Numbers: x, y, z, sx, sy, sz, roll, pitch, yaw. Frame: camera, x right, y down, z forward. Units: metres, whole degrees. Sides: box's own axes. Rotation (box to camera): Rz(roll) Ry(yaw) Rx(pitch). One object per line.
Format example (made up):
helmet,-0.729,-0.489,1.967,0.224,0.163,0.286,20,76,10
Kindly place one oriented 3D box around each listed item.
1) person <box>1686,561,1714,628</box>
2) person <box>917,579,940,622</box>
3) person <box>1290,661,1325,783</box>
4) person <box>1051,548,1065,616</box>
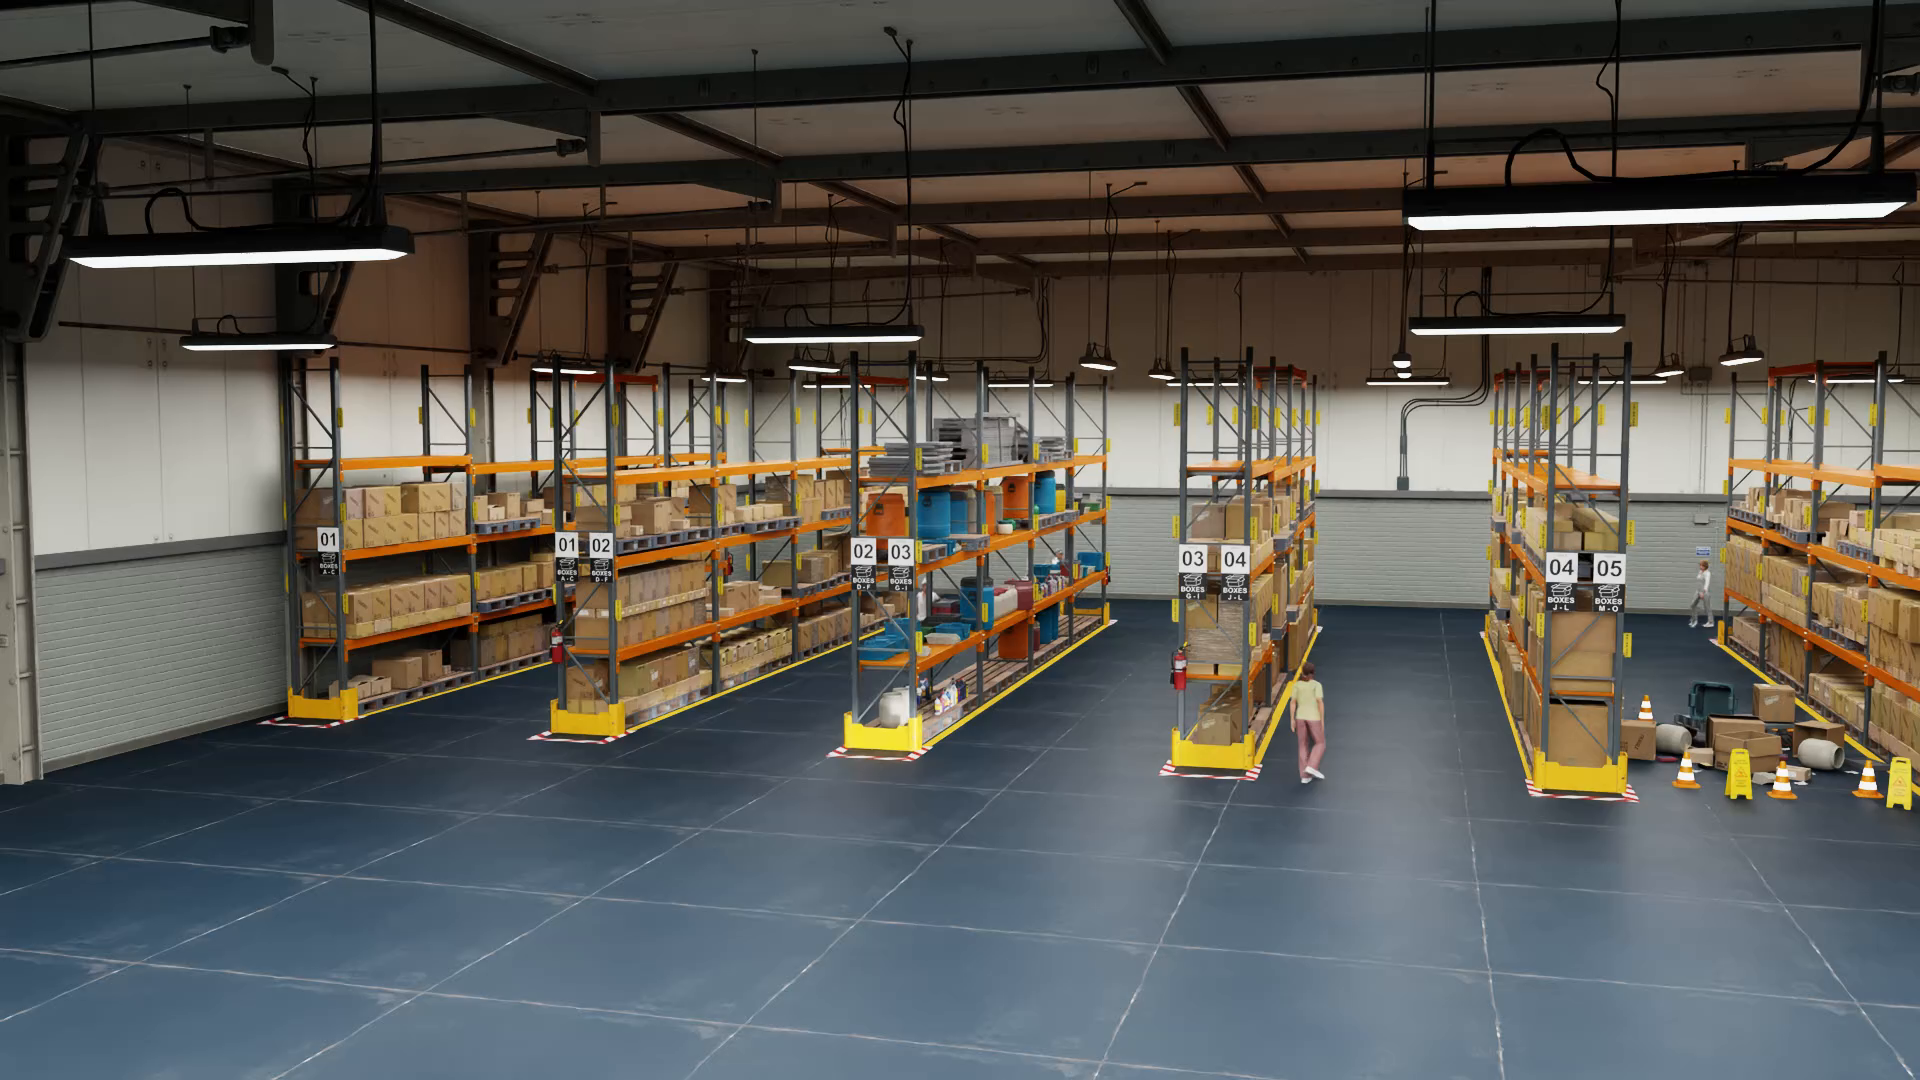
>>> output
person,17.687,1.313,39.624,0.610,1.644,0.470,-1,4,-11
person,-0.706,1.647,33.613,0.554,1.725,1.068,1,4,18
person,4.759,2.499,22.762,0.503,1.665,0.479,2,5,27
person,2.410,1.062,41.817,0.729,1.732,0.637,2,4,20
